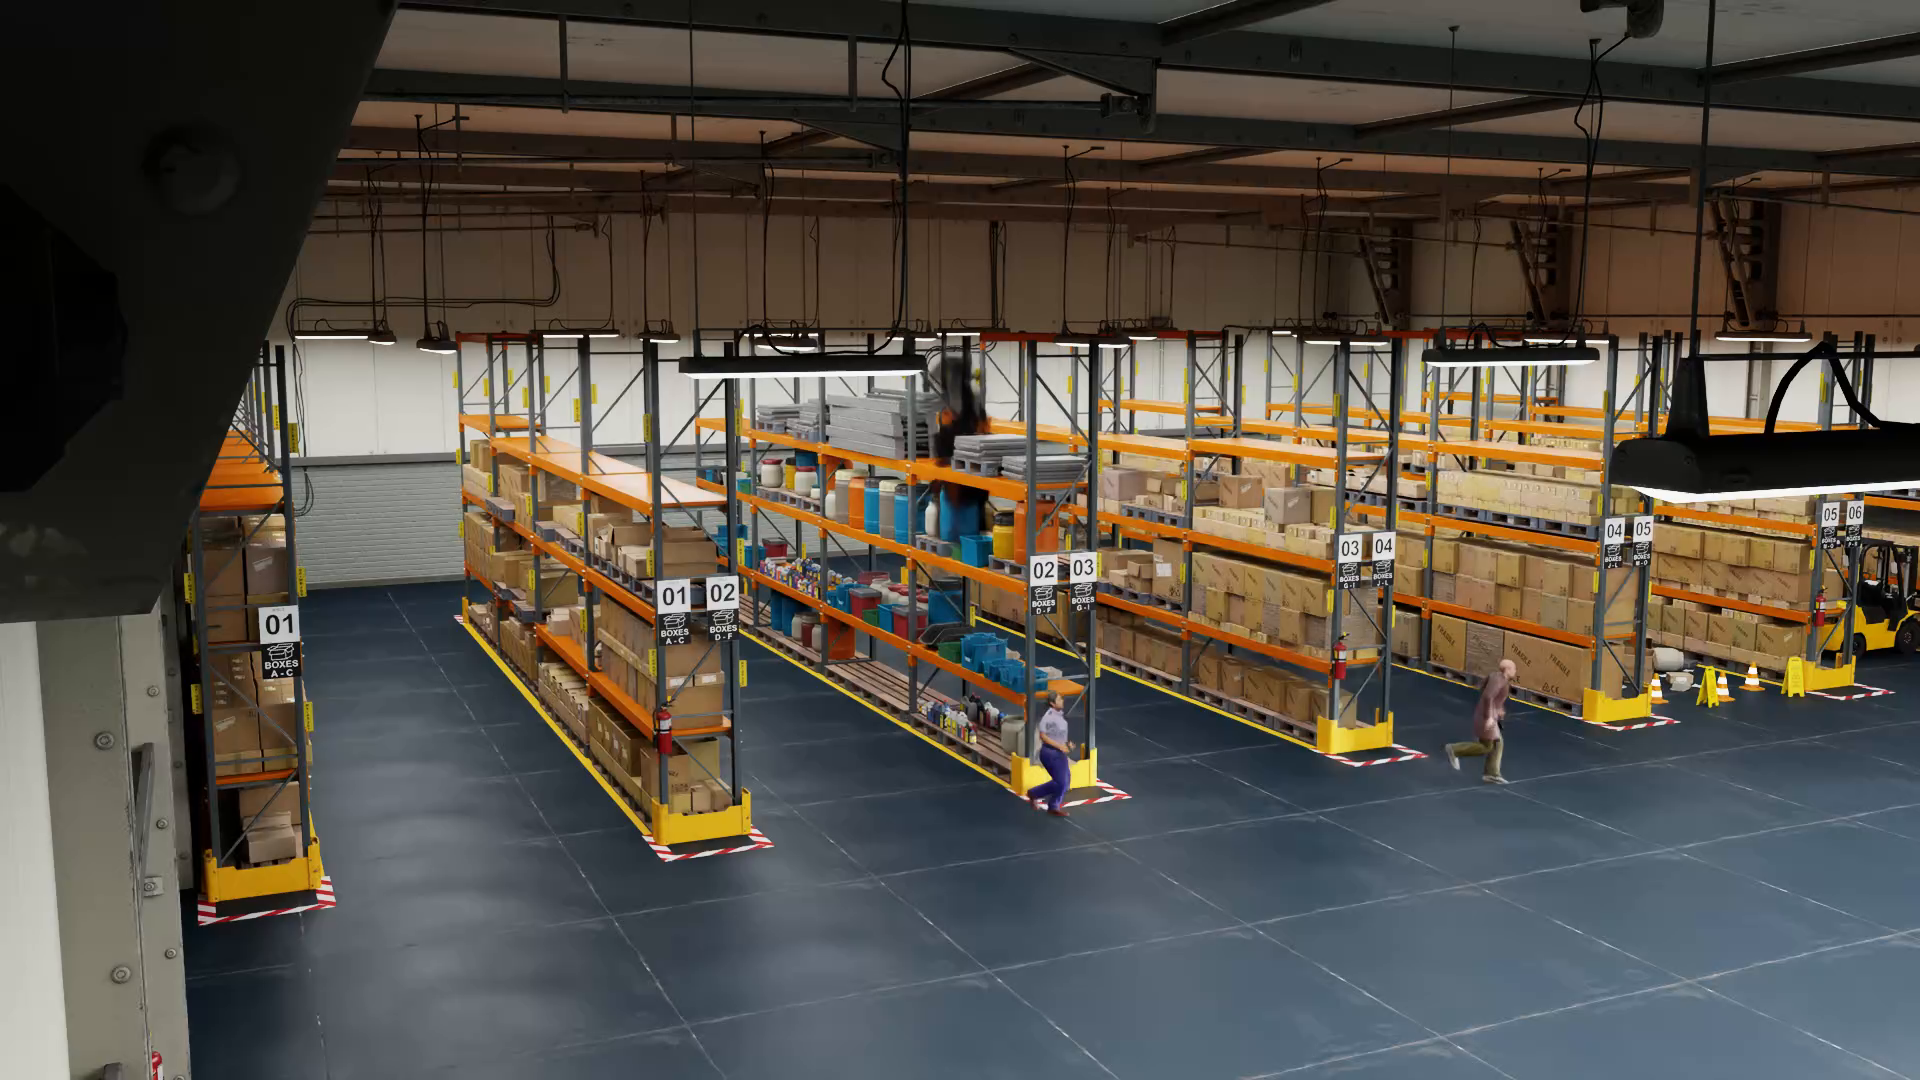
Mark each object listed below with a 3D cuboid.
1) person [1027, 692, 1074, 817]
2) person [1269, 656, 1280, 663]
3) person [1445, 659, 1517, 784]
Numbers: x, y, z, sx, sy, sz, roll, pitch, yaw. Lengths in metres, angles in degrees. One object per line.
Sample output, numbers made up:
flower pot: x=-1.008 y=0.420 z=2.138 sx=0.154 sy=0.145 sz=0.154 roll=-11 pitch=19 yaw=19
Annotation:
person: x=1.151 y=2.709 z=21.083 sx=0.561 sy=1.601 sz=0.595 roll=2 pitch=8 yaw=15
person: x=5.841 y=1.461 z=30.544 sx=0.564 sy=1.588 sz=0.700 roll=-4 pitch=9 yaw=-29
person: x=7.086 y=2.464 z=22.657 sx=0.899 sy=1.728 sz=0.713 roll=1 pitch=8 yaw=7
